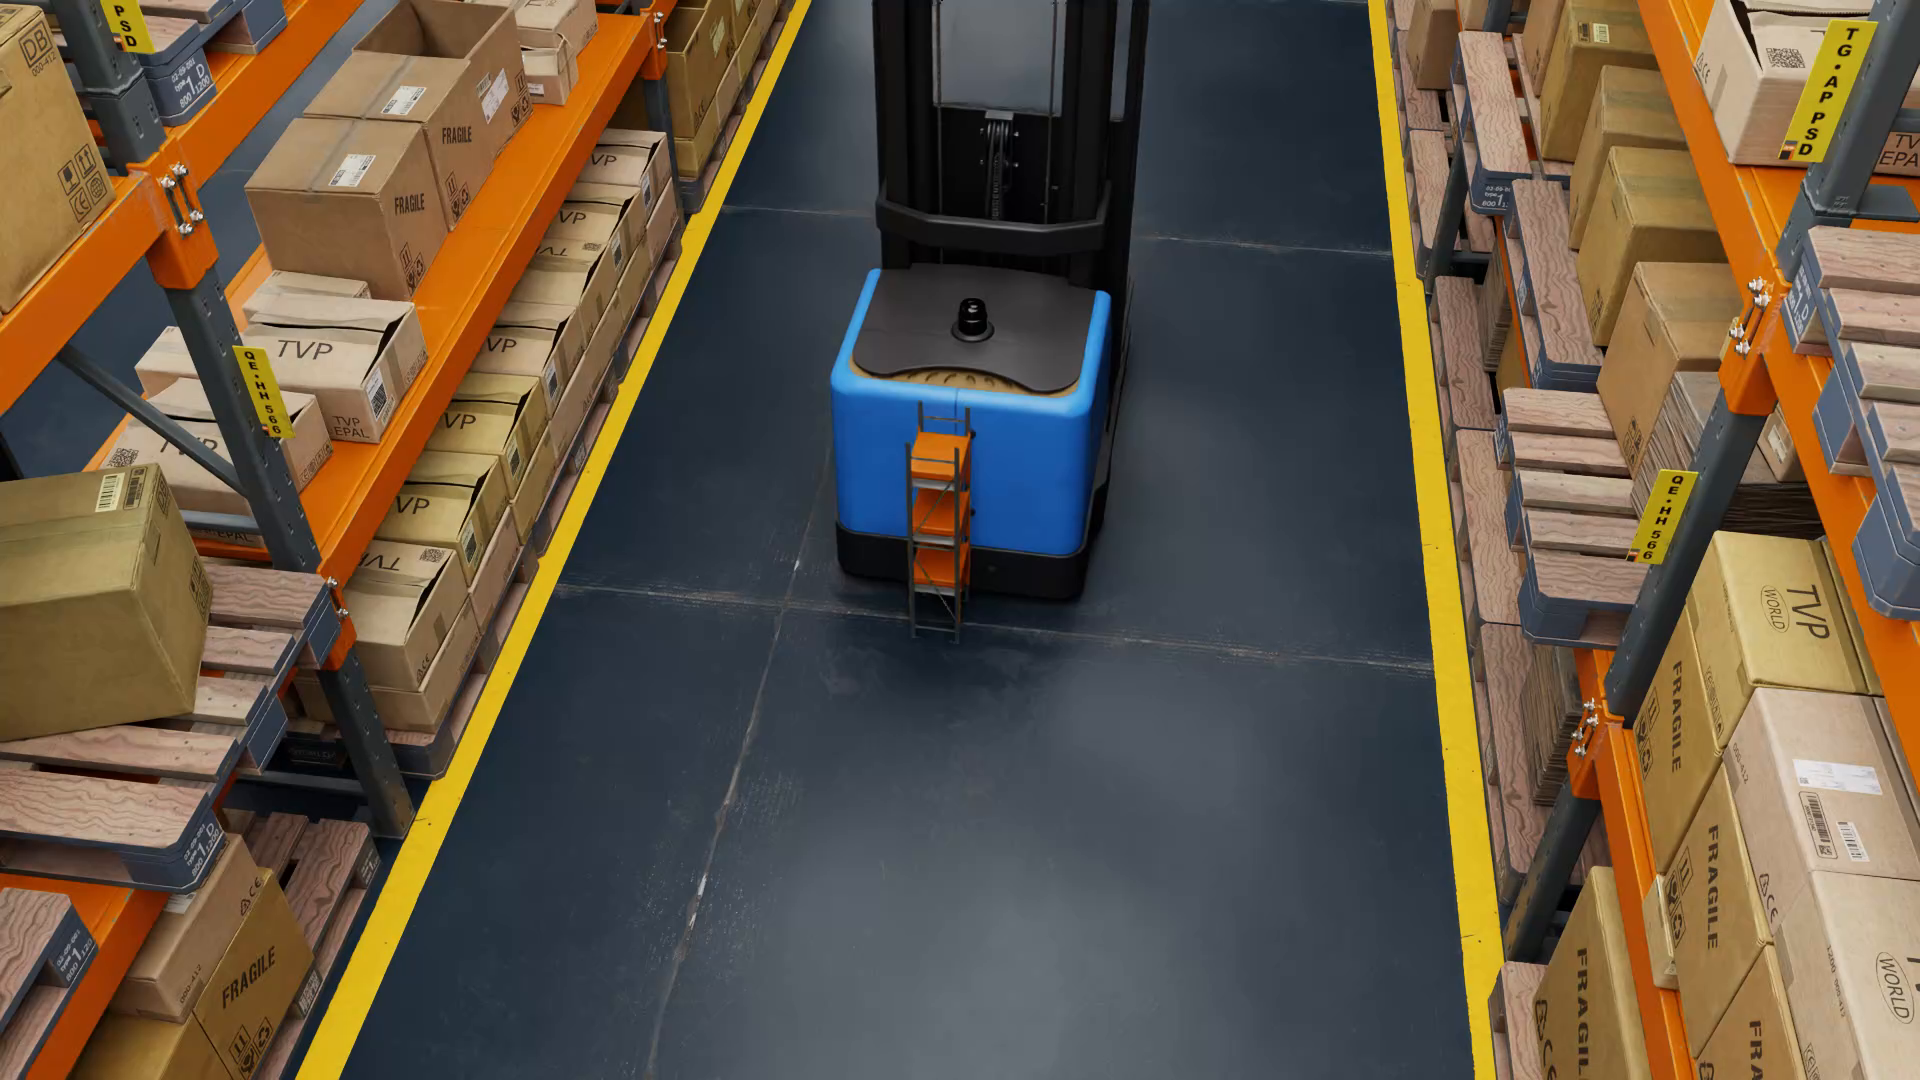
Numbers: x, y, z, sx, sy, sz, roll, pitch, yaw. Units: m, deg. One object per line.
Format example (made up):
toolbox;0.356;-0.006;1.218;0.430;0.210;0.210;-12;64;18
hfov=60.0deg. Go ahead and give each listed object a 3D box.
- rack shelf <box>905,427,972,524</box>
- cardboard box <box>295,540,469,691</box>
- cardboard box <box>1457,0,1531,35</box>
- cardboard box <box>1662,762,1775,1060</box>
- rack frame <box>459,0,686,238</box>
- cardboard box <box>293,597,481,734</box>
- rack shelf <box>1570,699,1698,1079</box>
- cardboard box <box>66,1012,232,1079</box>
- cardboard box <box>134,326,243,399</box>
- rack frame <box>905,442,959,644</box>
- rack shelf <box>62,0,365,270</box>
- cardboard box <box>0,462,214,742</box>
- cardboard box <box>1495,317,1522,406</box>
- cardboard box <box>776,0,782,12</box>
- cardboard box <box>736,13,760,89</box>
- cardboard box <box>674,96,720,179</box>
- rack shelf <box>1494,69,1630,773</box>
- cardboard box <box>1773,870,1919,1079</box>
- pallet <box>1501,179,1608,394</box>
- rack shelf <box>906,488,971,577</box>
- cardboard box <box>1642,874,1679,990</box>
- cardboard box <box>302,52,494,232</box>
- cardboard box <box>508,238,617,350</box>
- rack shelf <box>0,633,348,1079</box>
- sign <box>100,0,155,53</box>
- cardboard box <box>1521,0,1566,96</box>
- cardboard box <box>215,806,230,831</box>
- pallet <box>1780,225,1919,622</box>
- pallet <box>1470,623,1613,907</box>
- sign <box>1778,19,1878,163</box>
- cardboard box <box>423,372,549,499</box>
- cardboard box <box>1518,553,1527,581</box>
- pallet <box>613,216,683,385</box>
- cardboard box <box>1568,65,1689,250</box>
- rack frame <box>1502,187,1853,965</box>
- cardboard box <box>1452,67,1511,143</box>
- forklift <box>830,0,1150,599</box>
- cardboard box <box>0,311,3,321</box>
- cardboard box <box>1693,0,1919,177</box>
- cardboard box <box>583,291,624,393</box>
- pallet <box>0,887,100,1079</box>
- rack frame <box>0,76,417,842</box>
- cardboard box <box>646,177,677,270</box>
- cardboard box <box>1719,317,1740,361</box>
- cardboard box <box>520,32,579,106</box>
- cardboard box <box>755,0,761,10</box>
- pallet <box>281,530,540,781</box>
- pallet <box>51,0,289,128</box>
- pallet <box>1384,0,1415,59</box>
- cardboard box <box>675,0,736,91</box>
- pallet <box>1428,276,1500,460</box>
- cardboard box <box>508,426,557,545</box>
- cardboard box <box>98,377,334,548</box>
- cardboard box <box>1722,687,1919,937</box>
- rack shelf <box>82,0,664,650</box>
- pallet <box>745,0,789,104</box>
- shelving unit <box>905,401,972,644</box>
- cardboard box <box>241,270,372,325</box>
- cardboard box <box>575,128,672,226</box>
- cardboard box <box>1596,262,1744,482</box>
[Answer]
rack shelf;-0.081;-0.248;6.373;0.215;0.259;0.240;7;44;7
cardboard box;-2.167;0.242;6.122;0.500;0.311;0.500;7;44;7
cardboard box;2.675;-2.652;7.986;0.500;0.250;0.500;5;44;6
cardboard box;1.987;0.889;3.848;0.500;0.500;0.500;7;44;7
rack frame;-1.998;-2.797;8.044;1.000;3.000;0.127;5;44;6
cardboard box;-2.167;0.445;6.315;0.500;0.250;0.500;5;44;5
rack shelf;2.119;2.001;3.500;1.077;0.370;4.000;5;44;6
cardboard box;-2.487;1.689;4.805;0.500;0.500;0.500;4;44;4
cardboard box;-2.682;-0.617;5.925;0.380;0.149;0.250;5;44;6
rack frame;-0.102;0.033;6.473;0.200;1.050;0.008;7;44;7
rack shelf;-2.263;-2.262;5.821;1.077;0.370;4.000;5;44;6
cardboard box;-2.499;0.180;4.522;0.700;0.500;0.500;-8;44;-9
cardboard box;2.813;-0.741;7.371;0.700;0.500;0.500;4;44;5
cardboard box;-1.366;-3.602;10.589;0.500;0.250;0.500;5;44;6
cardboard box;-1.494;-2.920;9.869;0.500;0.250;0.500;5;44;6
cardboard box;-1.636;-2.239;9.150;0.500;0.250;0.500;5;44;6
rack shelf;2.648;-0.725;6.379;1.077;0.370;4.000;5;44;6
cardboard box;1.935;0.947;3.242;0.500;0.250;0.500;6;44;6
pallet;2.605;-0.906;6.187;1.003;0.211;1.213;5;44;6
rack shelf;-0.081;-0.042;6.568;0.215;0.259;0.240;7;44;7
cardboard box;1.950;1.009;4.193;0.380;0.149;0.250;6;44;7
cardboard box;-2.252;-1.611;6.719;0.500;0.500;0.500;5;44;6
cardboard box;-1.899;-1.157;7.599;0.500;0.311;0.500;5;44;5
rack shelf;-2.792;1.554;3.973;1.077;0.370;4.000;5;44;6
sign;-1.990;-1.297;3.902;0.100;0.325;0.005;5;44;6
cardboard box;2.811;-2.201;7.023;0.700;0.500;0.500;5;44;6
cardboard box;-2.871;0.962;5.573;0.500;0.500;0.500;7;44;7
pallet;2.351;-0.200;3.257;1.213;0.211;1.003;7;44;7
pallet;2.488;0.857;6.213;1.003;0.211;1.213;5;44;6
sign;1.846;-0.950;3.537;0.100;0.325;0.005;5;44;6
cardboard box;-2.036;-0.465;6.868;0.500;0.311;0.500;4;44;4
cardboard box;2.648;-0.052;6.644;0.700;0.500;0.500;5;44;5
pallet;-2.057;-1.278;8.469;1.003;0.211;1.213;5;44;6
cardboard box;2.674;-1.369;6.144;0.700;0.500;0.500;11;45;11
rack frame;2.384;0.377;4.692;1.000;3.000;0.127;5;44;6
cardboard box;3.010;-2.312;9.030;0.500;0.500;0.500;2;43;2
forklift;0.238;-1.842;7.086;1.130;2.935;3.031;7;44;7
cardboard box;-2.619;-0.548;3.415;0.910;0.500;0.500;5;44;6
cardboard box;2.211;-1.202;4.229;0.500;0.311;0.500;5;44;6
cardboard box;-1.902;-0.948;7.787;0.500;0.250;0.500;6;44;6
pallet;-2.780;1.325;3.831;1.003;0.211;1.213;5;44;6
rack frame;-2.527;-0.071;5.165;1.000;3.000;0.127;5;44;6
cardboard box;-1.766;-1.642;8.519;0.500;0.250;0.500;5;44;5
cardboard box;2.427;-0.513;4.768;0.380;0.149;0.250;-1;43;-2
cardboard box;-1.933;-2.132;7.440;0.396;0.266;0.258;4;44;4
cardboard box;-1.430;-3.533;9.971;0.500;0.500;0.500;5;44;6
pallet;-2.380;0.384;6.713;1.003;0.211;1.213;5;44;6
pallet;-2.526;-1.562;4.696;1.213;0.211;1.003;7;44;7
pallet;3.289;-3.460;10.773;1.003;0.211;1.213;5;44;6
cardboard box;-1.568;-2.852;9.252;0.500;0.500;0.500;5;44;6
pallet;2.811;-0.806;7.969;1.003;0.211;1.213;5;44;6
cardboard box;-2.038;-0.252;7.051;0.500;0.250;0.500;4;44;4
cardboard box;-2.436;-0.282;5.453;0.500;0.311;0.500;8;44;8
cardboard box;1.998;0.606;3.602;0.500;0.250;0.500;5;44;5
rack shelf;-2.263;-1.172;6.852;1.077;0.370;4.000;5;44;6
pallet;-1.693;-3.156;10.452;1.003;0.211;1.213;5;44;6
shelving unit;-0.081;-0.049;6.561;0.215;1.050;0.252;7;44;7
cardboard box;-2.414;-0.854;6.175;0.380;0.149;0.250;8;44;9
cardboard box;-1.768;-1.852;8.333;0.500;0.311;0.500;5;44;6
cardboard box;2.483;-0.523;5.251;0.700;0.500;0.500;1;43;2
